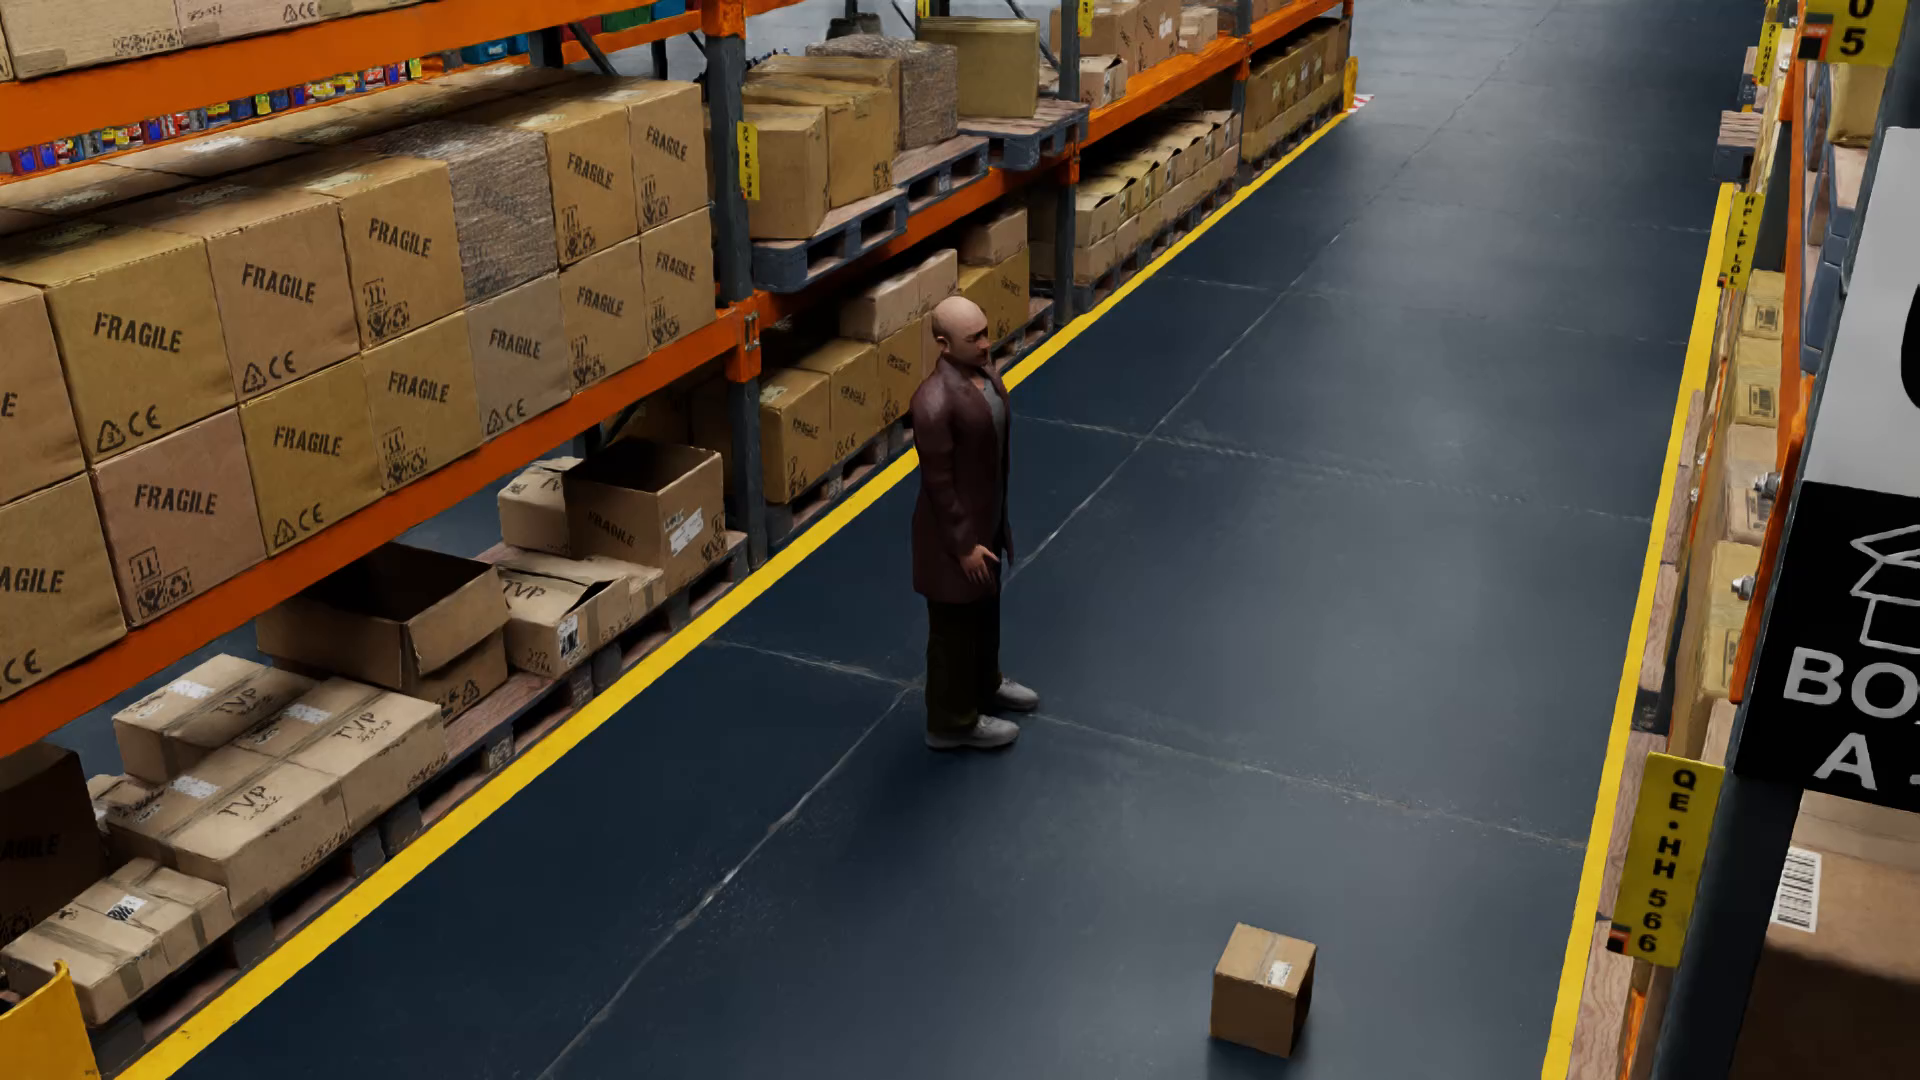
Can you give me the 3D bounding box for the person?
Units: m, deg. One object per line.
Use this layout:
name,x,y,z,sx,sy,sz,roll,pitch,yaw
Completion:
person,0.054,-0.056,6.208,0.403,1.778,0.593,10,28,21
